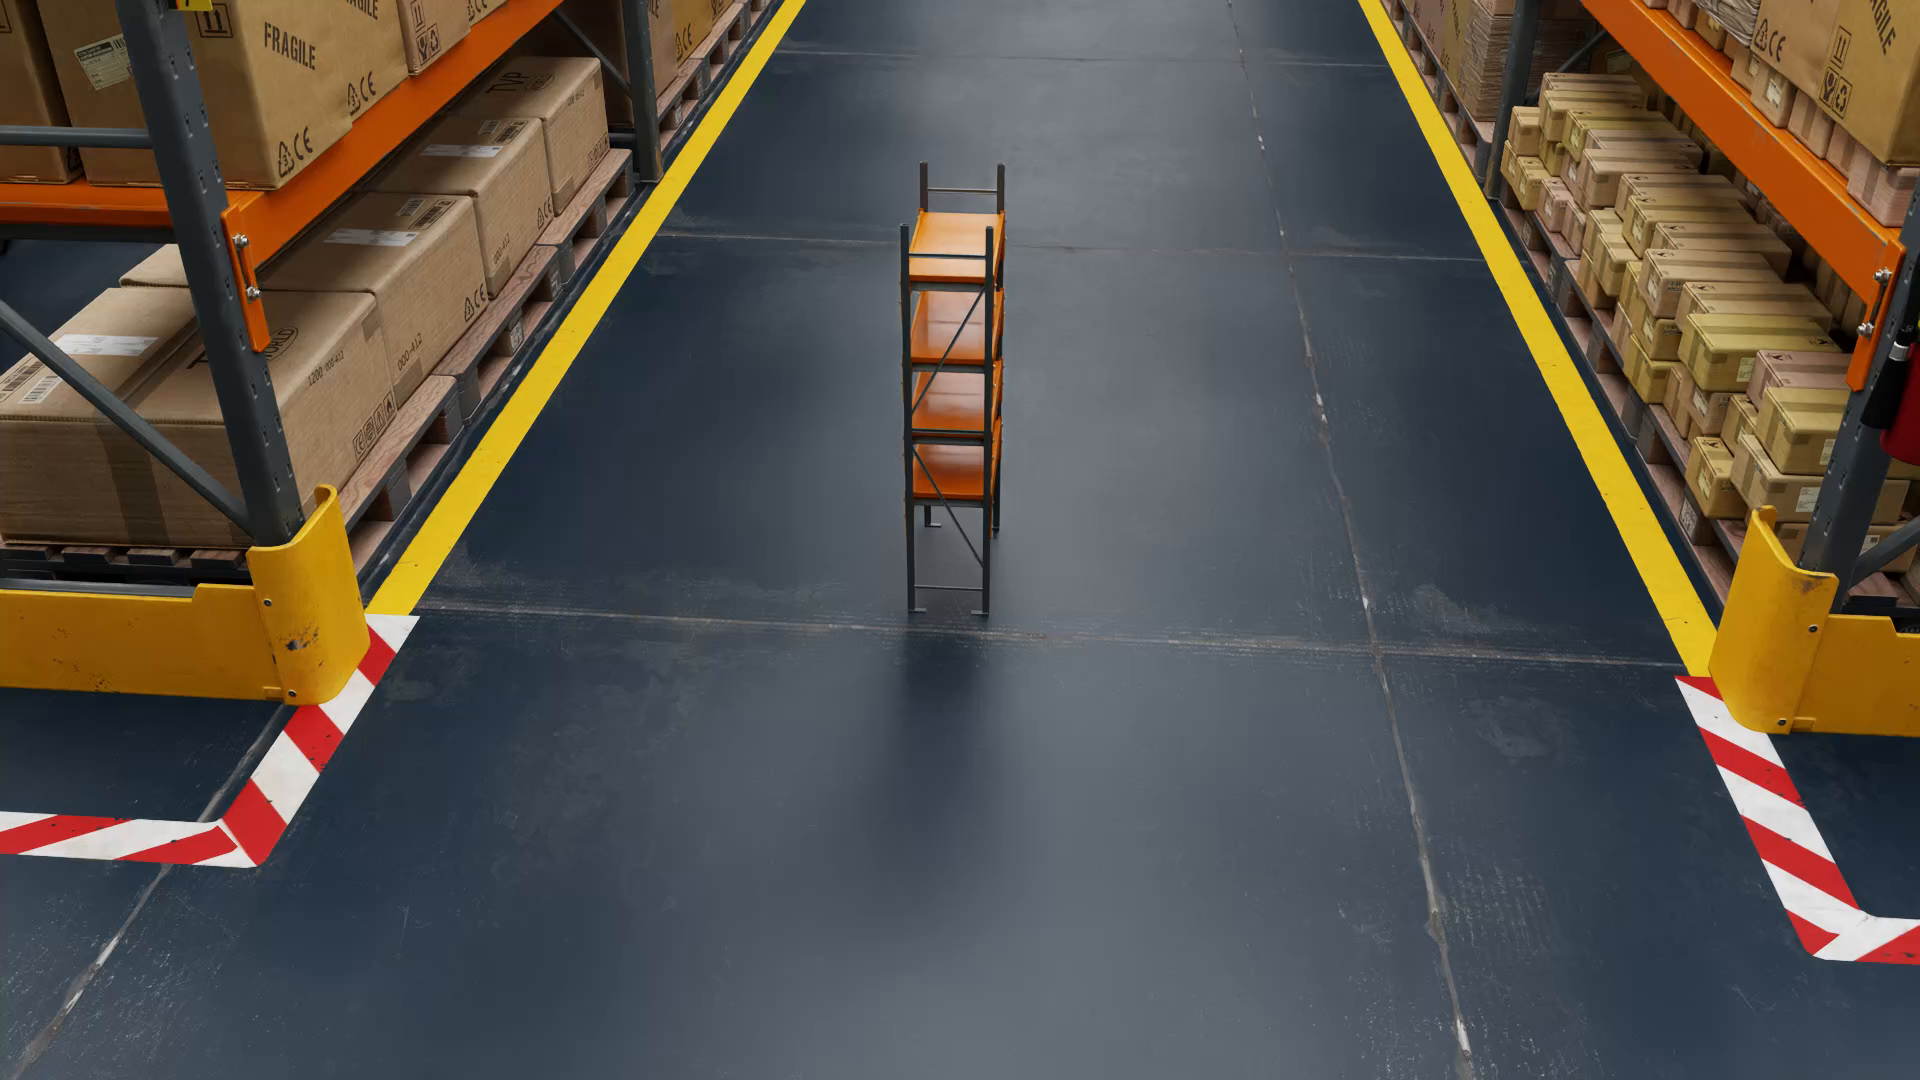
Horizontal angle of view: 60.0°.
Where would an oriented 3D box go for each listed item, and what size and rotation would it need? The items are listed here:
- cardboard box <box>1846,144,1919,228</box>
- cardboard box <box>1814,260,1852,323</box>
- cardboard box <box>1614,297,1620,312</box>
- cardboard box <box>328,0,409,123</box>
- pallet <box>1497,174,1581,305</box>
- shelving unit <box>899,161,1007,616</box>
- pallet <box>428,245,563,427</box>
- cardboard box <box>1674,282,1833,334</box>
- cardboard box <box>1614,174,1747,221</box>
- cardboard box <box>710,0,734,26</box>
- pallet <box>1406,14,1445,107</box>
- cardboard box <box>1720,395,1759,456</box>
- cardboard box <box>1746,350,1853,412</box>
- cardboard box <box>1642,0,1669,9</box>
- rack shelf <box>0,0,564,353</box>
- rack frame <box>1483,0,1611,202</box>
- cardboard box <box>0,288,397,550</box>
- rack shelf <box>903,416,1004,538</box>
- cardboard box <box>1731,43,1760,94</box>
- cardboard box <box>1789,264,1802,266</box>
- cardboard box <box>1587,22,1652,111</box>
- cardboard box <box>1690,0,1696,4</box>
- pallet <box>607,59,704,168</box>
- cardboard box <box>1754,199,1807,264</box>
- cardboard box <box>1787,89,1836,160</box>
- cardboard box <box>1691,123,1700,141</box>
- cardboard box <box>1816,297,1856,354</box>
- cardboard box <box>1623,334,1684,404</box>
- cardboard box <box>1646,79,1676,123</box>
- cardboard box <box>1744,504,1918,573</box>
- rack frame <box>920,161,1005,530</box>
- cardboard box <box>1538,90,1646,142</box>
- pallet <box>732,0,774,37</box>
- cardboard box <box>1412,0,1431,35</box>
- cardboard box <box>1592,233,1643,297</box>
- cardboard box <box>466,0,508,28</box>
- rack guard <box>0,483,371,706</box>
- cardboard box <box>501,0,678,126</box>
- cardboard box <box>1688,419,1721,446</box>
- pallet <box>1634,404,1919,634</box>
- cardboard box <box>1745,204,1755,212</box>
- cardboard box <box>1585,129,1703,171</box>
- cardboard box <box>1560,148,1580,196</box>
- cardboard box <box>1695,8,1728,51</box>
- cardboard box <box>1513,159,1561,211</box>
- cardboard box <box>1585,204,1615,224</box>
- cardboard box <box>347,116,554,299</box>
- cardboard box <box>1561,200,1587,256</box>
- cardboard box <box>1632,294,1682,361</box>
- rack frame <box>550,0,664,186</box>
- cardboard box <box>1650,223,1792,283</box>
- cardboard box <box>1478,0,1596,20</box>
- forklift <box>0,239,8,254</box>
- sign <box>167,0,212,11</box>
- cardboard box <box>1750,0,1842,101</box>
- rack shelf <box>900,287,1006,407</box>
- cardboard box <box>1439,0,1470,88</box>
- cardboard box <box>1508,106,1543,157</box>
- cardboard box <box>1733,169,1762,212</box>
[{"bbox_3d":[2.410,-0.867,4.038,0.380,0.149,0.250,2,32,4],"label":"cardboard box"},{"bbox_3d":[3.067,-0.823,5.476,0.380,0.149,0.250,4,32,6],"label":"cardboard box"},{"bbox_3d":[2.631,-0.851,6.089,0.380,0.149,0.250,3,32,5],"label":"cardboard box"},{"bbox_3d":[-1.938,-1.497,4.725,0.500,0.500,0.500,2,32,3],"label":"cardboard box"},{"bbox_3d":[2.972,-1.344,7.229,1.003,0.211,1.213,2,32,4],"label":"pallet"},{"bbox_3d":[-0.013,-0.424,4.795,0.258,1.200,0.503,2,32,4],"label":"shelving unit"},{"bbox_3d":[-2.187,-0.821,6.381,1.003,0.211,1.213,2,32,4],"label":"pallet"},{"bbox_3d":[2.512,-0.700,5.277,0.380,0.149,0.250,1,32,2],"label":"cardboard box"},{"bbox_3d":[2.663,-1.242,6.156,0.380,0.149,0.250,1,32,2],"label":"cardboard box"},{"bbox_3d":[-1.841,-3.584,9.831,0.875,0.875,0.875,3,32,5],"label":"cardboard box"},{"bbox_3d":[3.150,-2.743,9.500,1.003,0.211,1.213,2,32,4],"label":"pallet"},{"bbox_3d":[2.499,-0.306,4.921,0.380,0.149,0.250,2,32,3],"label":"cardboard box"},{"bbox_3d":[2.534,-0.427,4.833,0.380,0.149,0.250,3,32,5],"label":"cardboard box"},{"bbox_3d":[2.583,-1.952,5.797,0.380,0.149,0.250,4,32,6],"label":"cardboard box"},{"bbox_3d":[-2.114,-1.690,5.819,1.077,0.370,4.000,2,32,4],"label":"rack shelf"},{"bbox_3d":[2.991,-2.883,7.070,1.000,3.000,0.127,2,32,4],"label":"rack frame"},{"bbox_3d":[-2.322,-0.388,5.062,0.875,0.438,0.875,1,32,2],"label":"cardboard box"},{"bbox_3d":[-0.013,-0.198,4.934,0.258,0.148,0.480,2,32,4],"label":"rack shelf"},{"bbox_3d":[2.522,-1.399,4.900,0.380,0.149,0.250,1,32,2],"label":"cardboard box"},{"bbox_3d":[3.043,-0.976,6.008,0.380,0.149,0.250,4,32,6],"label":"cardboard box"},{"bbox_3d":[3.316,-2.373,8.224,0.500,0.500,0.500,4,32,6],"label":"cardboard box"},{"bbox_3d":[2.575,-2.002,5.260,0.500,0.500,0.500,4,32,6],"label":"cardboard box"},{"bbox_3d":[-1.963,-2.262,8.719,1.003,0.211,1.213,2,32,4],"label":"pallet"},{"bbox_3d":[3.059,-1.094,5.916,0.380,0.149,0.250,3,32,4],"label":"cardboard box"},{"bbox_3d":[2.473,-1.128,4.460,0.380,0.149,0.250,2,32,4],"label":"cardboard box"},{"bbox_3d":[3.227,-1.639,6.800,0.380,0.149,0.250,2,32,4],"label":"cardboard box"},{"bbox_3d":[3.030,-0.691,5.546,0.380,0.149,0.250,1,32,2],"label":"cardboard box"},{"bbox_3d":[2.493,-0.580,5.649,0.380,0.149,0.250,1,32,2],"label":"cardboard box"},{"bbox_3d":[3.222,-1.905,7.231,0.380,0.149,0.250,3,32,5],"label":"cardboard box"},{"bbox_3d":[2.500,-0.041,4.775,0.380,0.149,0.250,3,32,5],"label":"cardboard box"},{"bbox_3d":[0.006,-0.552,5.002,0.240,1.200,0.015,2,32,4],"label":"rack frame"},{"bbox_3d":[2.675,-1.789,7.044,0.380,0.149,0.250,4,32,6],"label":"cardboard box"},{"bbox_3d":[-1.764,-3.537,10.789,1.003,0.211,1.213,2,32,4],"label":"pallet"},{"bbox_3d":[2.930,-3.199,9.564,0.500,0.500,0.500,2,32,3],"label":"cardboard box"},{"bbox_3d":[2.528,-0.993,6.036,0.380,0.149,0.250,3,32,4],"label":"cardboard box"},{"bbox_3d":[-1.854,-2.025,5.582,0.500,0.500,0.500,3,32,6],"label":"cardboard box"},{"bbox_3d":[-2.278,0.126,4.568,1.175,0.500,0.348,2,32,4],"label":"rack guard"},{"bbox_3d":[-1.980,-2.644,8.306,0.875,0.875,0.875,3,32,6],"label":"cardboard box"},{"bbox_3d":[2.528,-0.314,5.218,0.380,0.149,0.250,2,32,4],"label":"cardboard box"},{"bbox_3d":[2.773,-0.068,5.159,1.003,0.211,1.213,2,32,4],"label":"pallet"},{"bbox_3d":[3.149,-1.253,6.457,0.380,0.149,0.250,3,32,5],"label":"cardboard box"},{"bbox_3d":[2.705,-1.517,6.603,0.380,0.149,0.250,2,32,3],"label":"cardboard box"},{"bbox_3d":[2.728,-1.534,6.914,0.380,0.149,0.250,2,32,4],"label":"cardboard box"},{"bbox_3d":[2.608,-1.677,5.351,0.380,0.149,0.250,3,32,5],"label":"cardboard box"},{"bbox_3d":[2.619,-1.533,7.195,0.380,0.149,0.250,3,32,5],"label":"cardboard box"},{"bbox_3d":[2.657,-1.250,6.453,0.380,0.149,0.250,4,32,6],"label":"cardboard box"},{"bbox_3d":[-2.181,-1.338,6.604,0.875,0.438,0.875,2,32,3],"label":"cardboard box"},{"bbox_3d":[2.680,-1.266,6.762,0.380,0.149,0.250,2,32,3],"label":"cardboard box"},{"bbox_3d":[2.494,-0.715,5.584,0.380,0.149,0.250,3,32,5],"label":"cardboard box"},{"bbox_3d":[-1.951,-3.042,7.327,1.000,3.000,0.127,2,32,4],"label":"rack frame"},{"bbox_3d":[2.611,-0.976,5.725,0.380,0.149,0.250,1,32,2],"label":"cardboard box"},{"bbox_3d":[2.800,-2.718,8.068,0.500,0.250,0.500,2,32,3],"label":"cardboard box"},{"bbox_3d":[-4.706,-2.407,6.362,1.130,2.935,3.031,-6,32,-10],"label":"forklift"},{"bbox_3d":[-1.724,-1.326,3.642,0.100,0.325,0.005,2,32,4],"label":"sign"},{"bbox_3d":[2.493,-1.476,4.407,0.500,0.500,0.500,2,32,3],"label":"cardboard box"},{"bbox_3d":[-0.013,-0.557,4.713,0.258,0.148,0.480,2,32,4],"label":"rack shelf"},{"bbox_3d":[2.842,-2.664,8.696,0.500,0.500,0.500,2,32,3],"label":"cardboard box"},{"bbox_3d":[2.643,-1.799,7.344,0.380,0.149,0.250,4,32,6],"label":"cardboard box"},{"bbox_3d":[3.198,-1.361,6.349,0.380,0.149,0.250,1,32,2],"label":"cardboard box"}]
